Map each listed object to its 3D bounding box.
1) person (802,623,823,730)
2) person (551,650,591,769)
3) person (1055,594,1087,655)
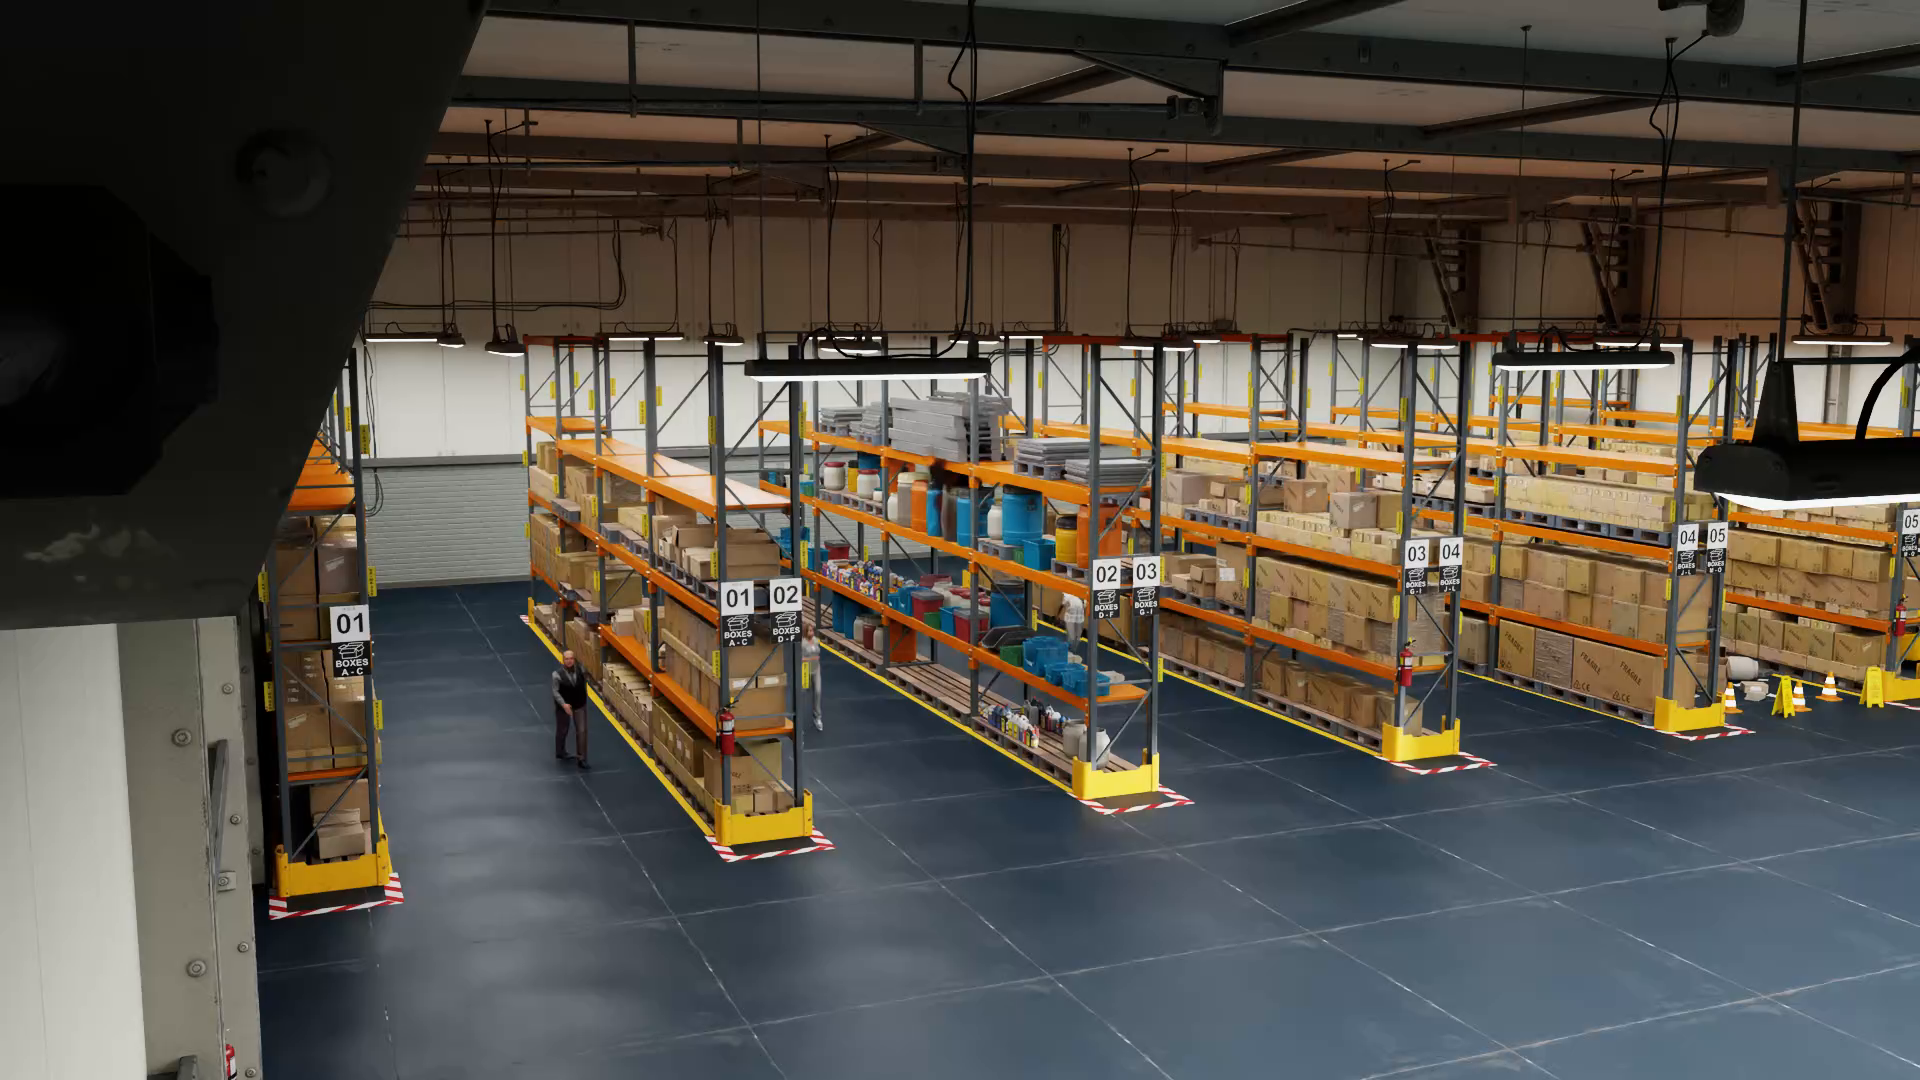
[{"bbox_3d":[-2.380,2.085,25.898,0.502,1.625,0.823,-4,9,-30],"label":"person"},{"bbox_3d":[-5.486,2.358,23.409,0.561,1.662,0.965,-4,8,-25],"label":"person"},{"bbox_3d":[2.114,1.512,30.214,0.566,1.621,0.765,-2,8,-17],"label":"person"}]
